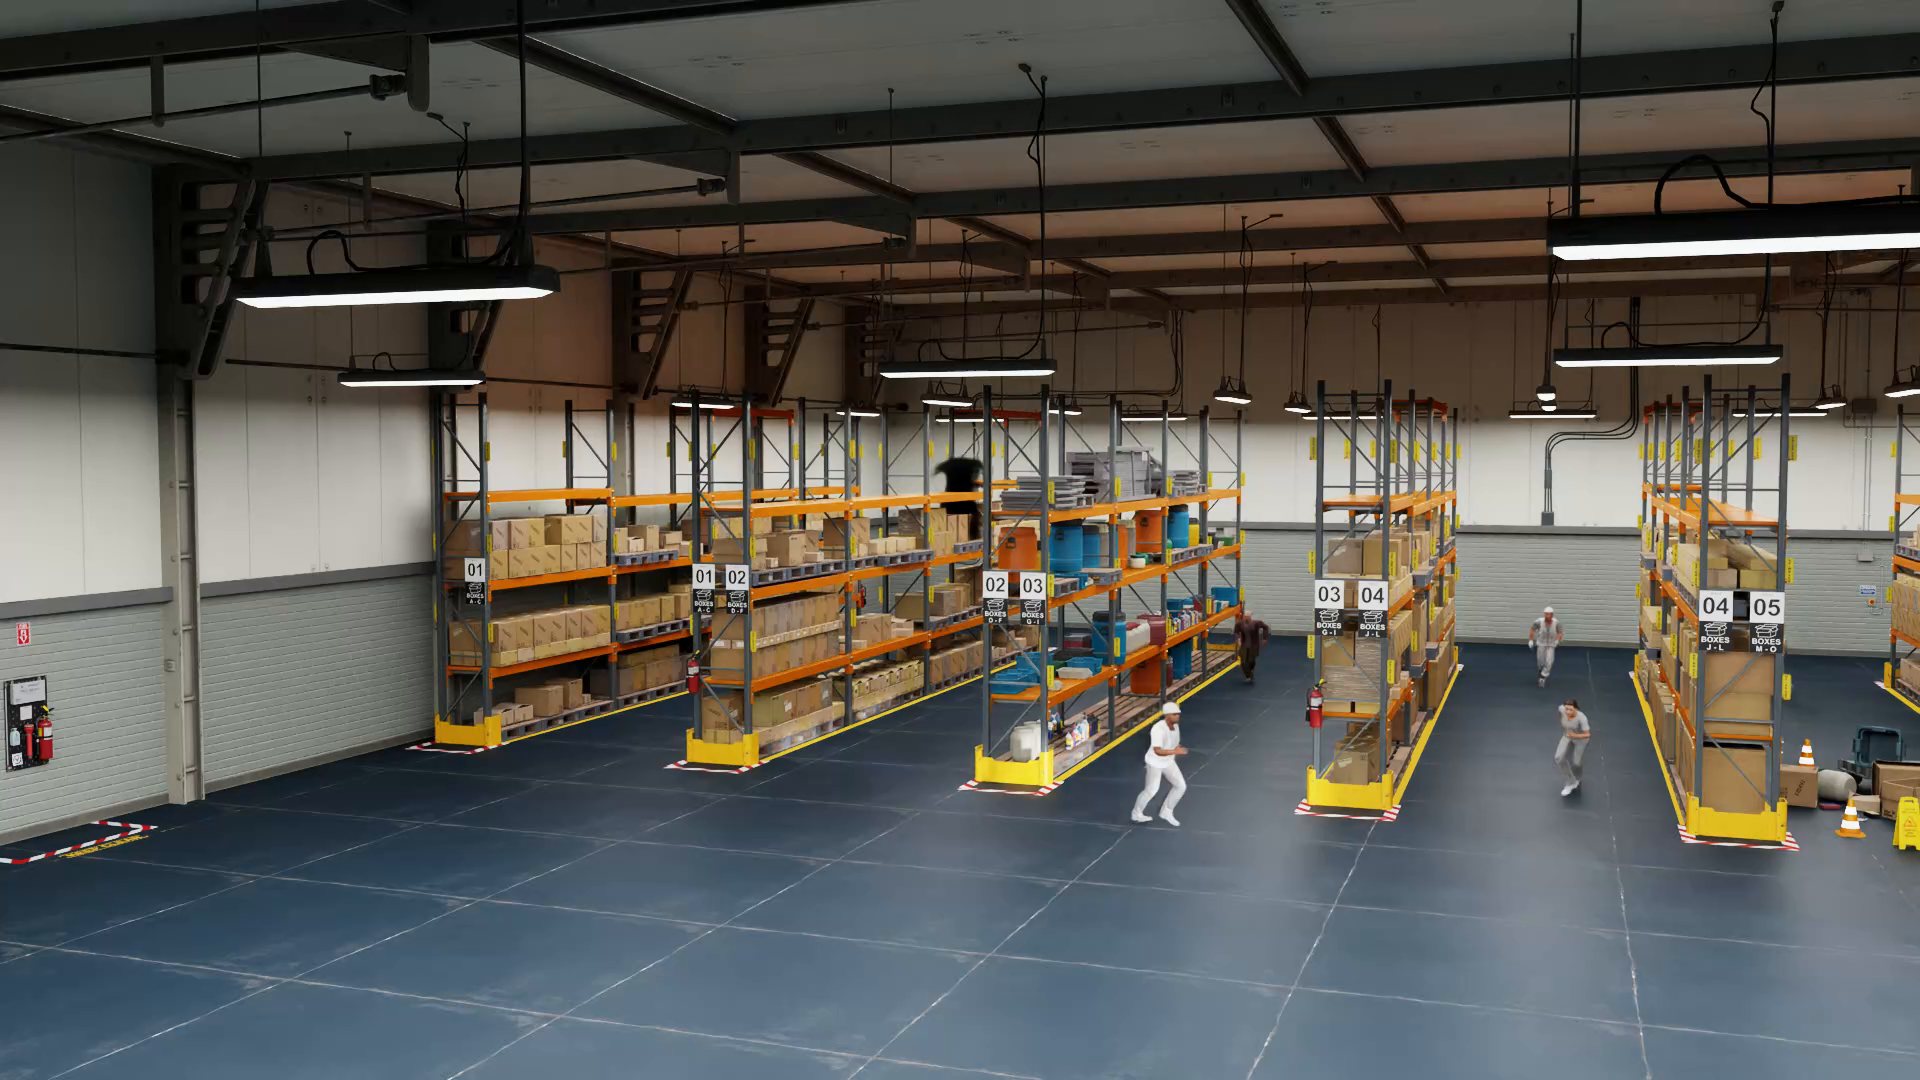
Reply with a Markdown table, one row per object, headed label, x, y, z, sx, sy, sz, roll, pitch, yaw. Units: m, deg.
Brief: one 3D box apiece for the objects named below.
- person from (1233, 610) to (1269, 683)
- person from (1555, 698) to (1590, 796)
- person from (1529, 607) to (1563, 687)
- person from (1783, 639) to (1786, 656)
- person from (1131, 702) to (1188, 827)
| label | x | y | z | sx | sy | sz | roll | pitch | yaw |
| --- | --- | --- | --- | --- | --- | --- | --- | --- | --- |
| person | 6.254 | 2.294 | 35.767 | 0.730 | 1.606 | 0.908 | 1 | 3 | 19 |
| person | 9.039 | 2.991 | 24.406 | 0.555 | 1.450 | 1.113 | 2 | 4 | 37 |
| person | 12.477 | 2.264 | 35.415 | 0.648 | 1.715 | 0.706 | 0 | 3 | 4 |
| person | 16.726 | 2.440 | 34.379 | 0.601 | 1.484 | 0.766 | 0 | 3 | -8 |
| person | 2.703 | 2.979 | 22.116 | 0.957 | 1.693 | 0.720 | 3 | 4 | 44 |
